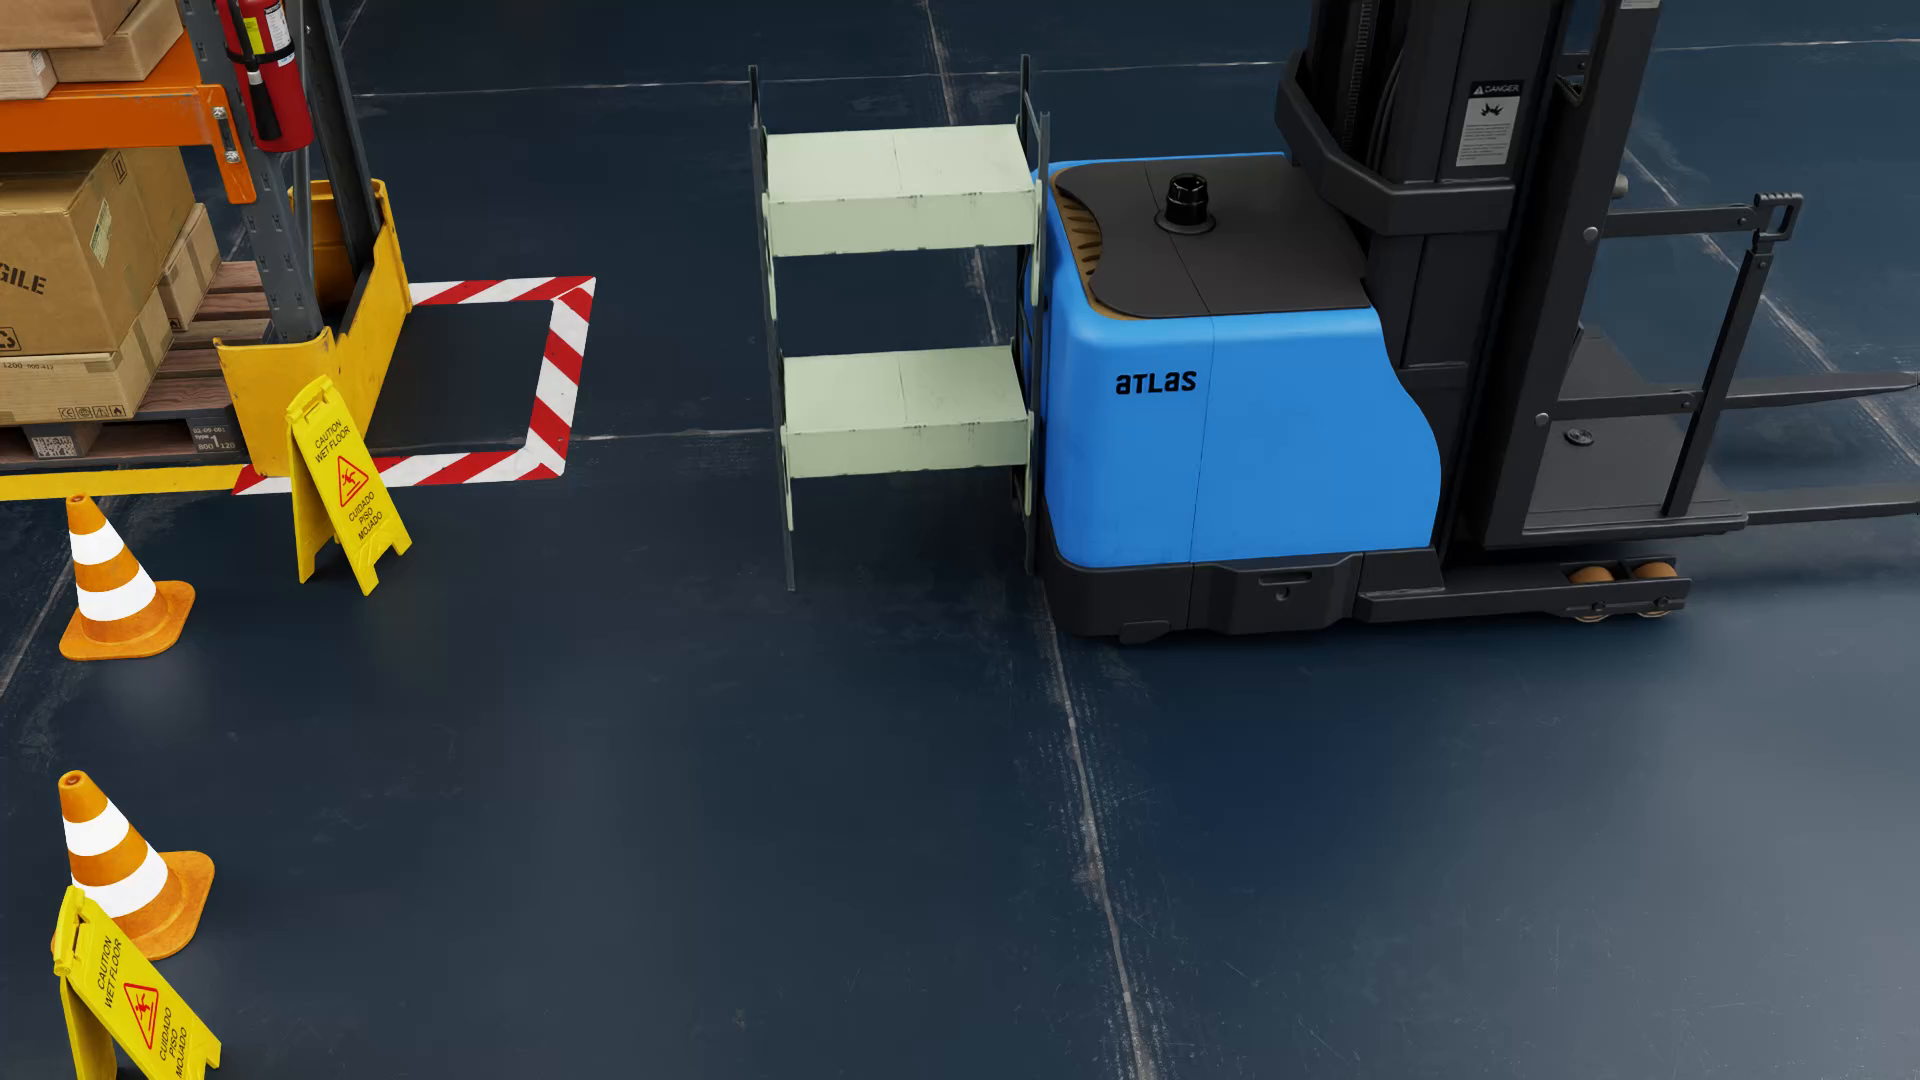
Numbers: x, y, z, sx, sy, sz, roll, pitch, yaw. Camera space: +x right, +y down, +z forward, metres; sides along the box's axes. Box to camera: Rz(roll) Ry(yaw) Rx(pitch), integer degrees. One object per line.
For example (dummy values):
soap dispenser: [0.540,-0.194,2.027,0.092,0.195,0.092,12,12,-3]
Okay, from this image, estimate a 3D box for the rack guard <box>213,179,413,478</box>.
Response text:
rack guard: [-2.231,-0.769,5.821,0.348,0.500,1.175,-3,38,-4]

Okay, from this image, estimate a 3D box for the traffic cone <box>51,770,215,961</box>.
traffic cone: [-2.032,0.727,3.955,0.334,0.463,0.336,-3,38,-4]

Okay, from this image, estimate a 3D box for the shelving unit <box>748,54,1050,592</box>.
shelving unit: [-0.168,-0.577,4.771,0.755,1.500,0.431,-4,38,-5]

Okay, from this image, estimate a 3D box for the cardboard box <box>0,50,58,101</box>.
cardboard box: [-2.751,-1.421,4.833,0.250,0.149,0.380,-4,38,-5]

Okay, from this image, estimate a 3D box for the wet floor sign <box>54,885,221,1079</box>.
wet floor sign: [-1.762,0.995,3.468,0.232,0.644,0.267,-9,39,-12]

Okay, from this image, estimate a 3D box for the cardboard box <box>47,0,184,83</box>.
cardboard box: [-2.508,-1.504,4.937,0.250,0.149,0.380,-2,38,-2]

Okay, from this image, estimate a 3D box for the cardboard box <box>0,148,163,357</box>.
cardboard box: [-2.930,-0.930,5.282,0.500,0.500,0.500,-3,38,-4]

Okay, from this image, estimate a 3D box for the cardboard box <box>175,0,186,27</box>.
cardboard box: [-2.512,-1.765,5.269,0.250,0.149,0.380,-3,38,-4]

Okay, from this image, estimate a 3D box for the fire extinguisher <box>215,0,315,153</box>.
fire extinguisher: [-2.000,-1.446,4.724,0.183,0.674,0.296,-3,38,-4]

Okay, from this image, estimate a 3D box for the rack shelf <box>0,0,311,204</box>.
rack shelf: [-4.147,-1.363,5.136,4.000,0.370,1.077,-3,38,-4]

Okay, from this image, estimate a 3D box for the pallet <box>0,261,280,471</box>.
pallet: [-3.043,-0.633,5.882,1.213,0.211,1.003,-3,38,-4]

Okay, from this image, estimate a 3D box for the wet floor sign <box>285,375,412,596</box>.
wet floor sign: [-1.871,-0.181,4.958,0.232,0.644,0.267,9,39,12]

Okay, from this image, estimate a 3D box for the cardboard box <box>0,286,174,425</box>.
cardboard box: [-2.960,-0.629,5.506,0.500,0.250,0.500,-3,38,-4]

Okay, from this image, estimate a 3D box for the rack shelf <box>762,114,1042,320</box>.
rack shelf: [-0.168,-0.884,4.529,0.720,0.370,0.431,-4,38,-5]

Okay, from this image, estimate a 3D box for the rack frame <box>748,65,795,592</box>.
rack frame: [-0.532,-0.554,4.741,0.023,1.500,0.400,-4,38,-5]

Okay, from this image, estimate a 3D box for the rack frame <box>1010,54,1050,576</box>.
rack frame: [0.196,-0.601,4.801,0.023,1.500,0.400,-4,38,-5]

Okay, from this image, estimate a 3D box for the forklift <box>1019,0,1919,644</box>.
forklift: [1.730,-1.231,4.444,3.031,2.935,1.130,-4,38,-5]

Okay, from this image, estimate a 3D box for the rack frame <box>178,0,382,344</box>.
rack frame: [-2.155,-1.755,5.052,0.127,3.000,1.000,-3,38,-4]

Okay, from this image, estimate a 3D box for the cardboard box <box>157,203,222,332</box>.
cardboard box: [-2.983,-0.967,5.934,0.500,0.250,0.500,-3,38,-4]

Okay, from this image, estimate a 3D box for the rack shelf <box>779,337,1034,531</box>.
rack shelf: [-0.168,-0.321,4.973,0.720,0.370,0.431,-4,38,-5]

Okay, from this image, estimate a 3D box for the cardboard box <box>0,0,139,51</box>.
cardboard box: [-2.671,-1.711,4.676,0.500,0.500,0.500,-4,38,-5]

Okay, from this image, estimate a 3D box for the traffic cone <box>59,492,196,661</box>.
traffic cone: [-2.469,0.061,4.800,0.334,0.463,0.336,-3,38,-4]

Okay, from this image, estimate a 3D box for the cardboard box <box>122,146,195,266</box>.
cardboard box: [-3.006,-1.259,5.700,0.500,0.500,0.500,-4,38,-5]
